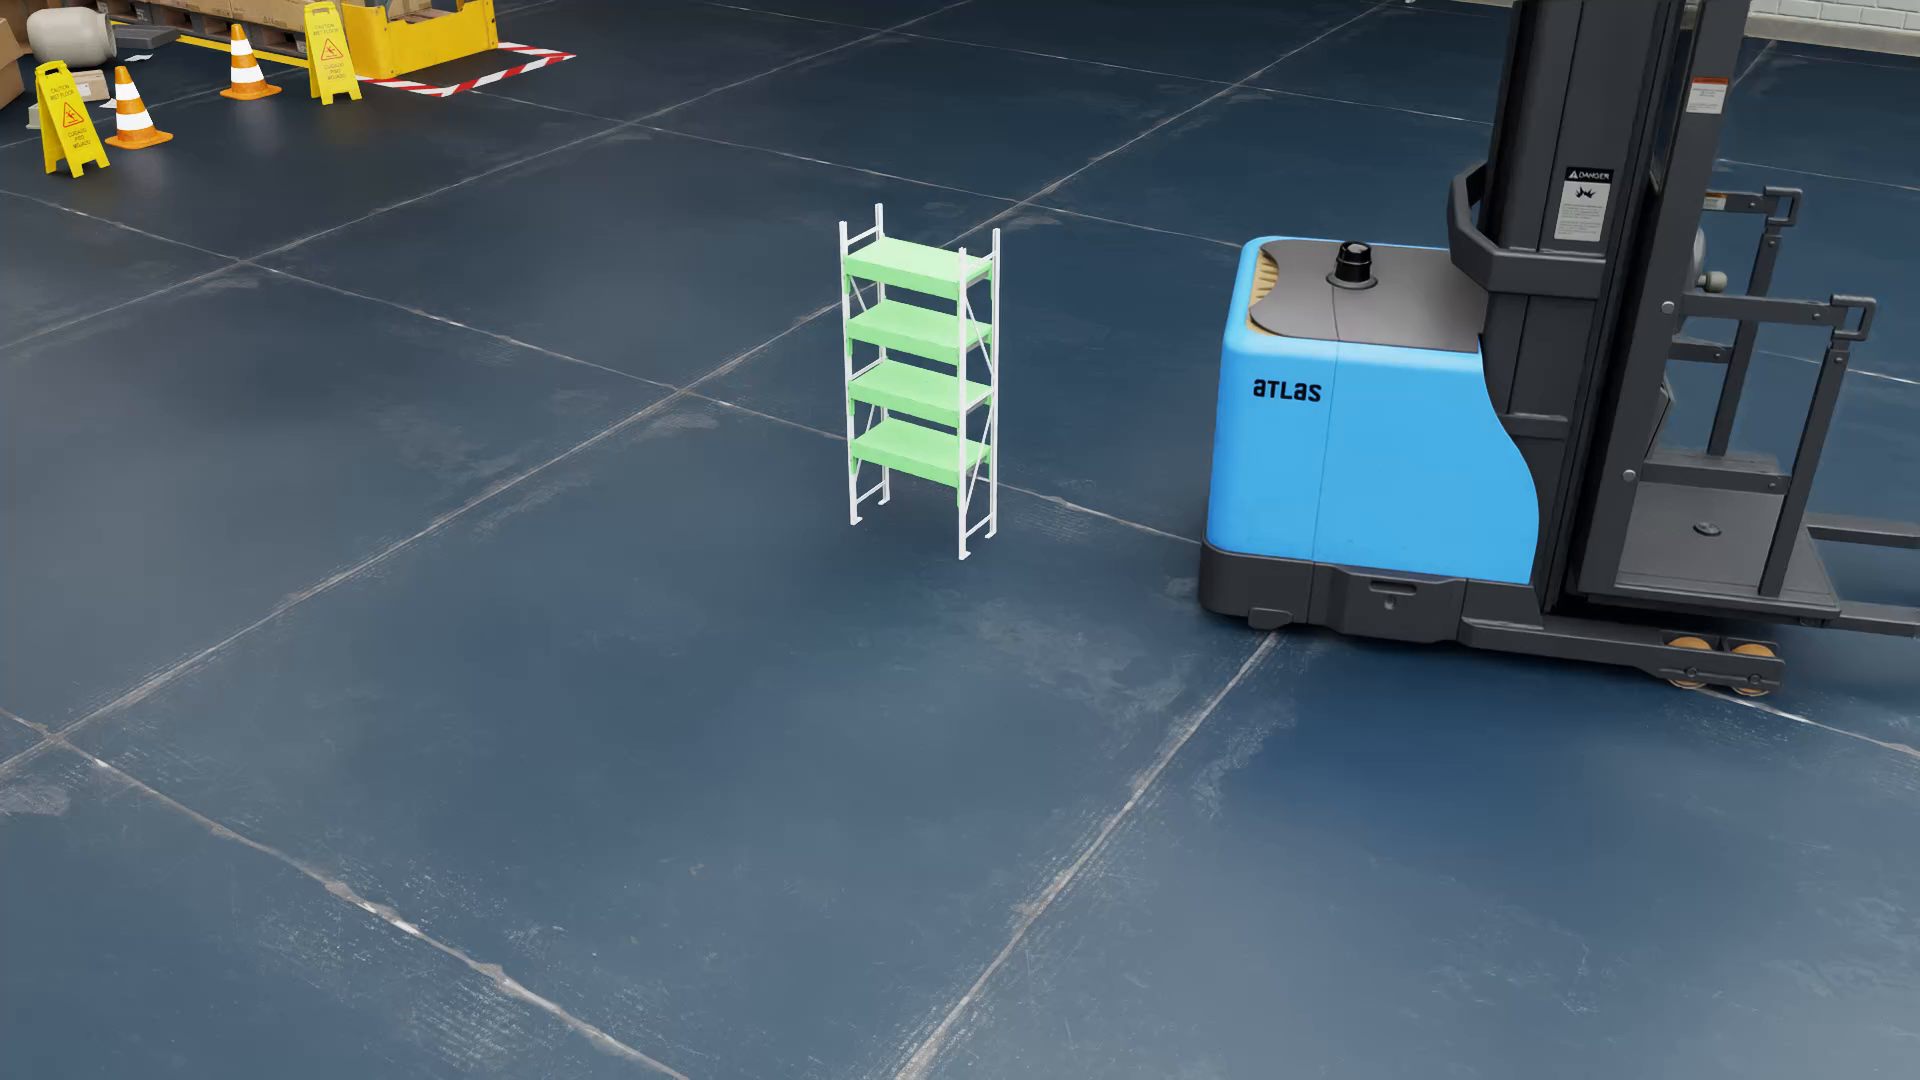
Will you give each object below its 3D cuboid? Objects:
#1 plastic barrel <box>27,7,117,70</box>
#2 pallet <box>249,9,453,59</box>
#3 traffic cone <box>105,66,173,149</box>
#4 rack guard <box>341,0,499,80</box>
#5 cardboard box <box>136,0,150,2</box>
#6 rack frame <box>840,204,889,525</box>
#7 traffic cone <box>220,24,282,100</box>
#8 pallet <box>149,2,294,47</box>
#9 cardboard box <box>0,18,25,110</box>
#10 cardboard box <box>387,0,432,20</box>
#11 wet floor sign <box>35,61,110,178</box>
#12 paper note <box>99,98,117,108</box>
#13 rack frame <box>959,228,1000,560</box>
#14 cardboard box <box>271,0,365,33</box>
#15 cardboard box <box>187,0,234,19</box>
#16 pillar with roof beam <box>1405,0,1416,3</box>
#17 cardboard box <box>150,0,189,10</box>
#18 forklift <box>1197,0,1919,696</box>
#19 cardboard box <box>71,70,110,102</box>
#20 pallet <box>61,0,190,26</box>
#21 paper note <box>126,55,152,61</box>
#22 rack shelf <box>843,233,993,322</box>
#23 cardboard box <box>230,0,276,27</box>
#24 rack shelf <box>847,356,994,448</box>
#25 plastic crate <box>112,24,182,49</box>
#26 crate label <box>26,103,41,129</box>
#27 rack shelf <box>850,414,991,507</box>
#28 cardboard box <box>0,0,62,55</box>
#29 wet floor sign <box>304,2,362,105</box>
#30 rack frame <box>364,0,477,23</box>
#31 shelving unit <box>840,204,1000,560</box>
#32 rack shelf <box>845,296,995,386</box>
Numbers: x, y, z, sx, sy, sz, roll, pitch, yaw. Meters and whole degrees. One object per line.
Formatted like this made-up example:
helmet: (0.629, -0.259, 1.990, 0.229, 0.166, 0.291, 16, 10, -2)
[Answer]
plastic barrel: (-6.449, -3.647, 12.082, 0.512, 0.421, 0.421, -9, 32, -15)
pallet: (-4.629, -3.901, 12.728, 1.213, 0.211, 1.003, 18, 35, 27)
traffic cone: (-5.247, -2.757, 10.516, 0.334, 0.463, 0.336, 18, 35, 27)
rack guard: (-3.959, -3.793, 12.256, 0.348, 0.500, 1.175, 18, 35, 27)
cardboard box: (-6.468, -4.507, 13.310, 0.500, 0.250, 0.500, 20, 36, 30)
rack frame: (-0.347, -0.628, 6.136, 0.015, 1.200, 0.240, 18, 35, 27)
traffic cone: (-4.945, -3.322, 11.485, 0.334, 0.463, 0.336, 18, 35, 27)
pallet: (-5.658, -4.229, 13.289, 1.213, 0.211, 1.003, 18, 35, 27)
cardboard box: (-6.729, -3.165, 11.175, 0.637, 0.503, 0.797, -4, 30, -7)
cardboard box: (-4.431, -4.181, 12.751, 0.500, 0.250, 0.500, 17, 34, 27)
wet floor sign: (-5.364, -2.533, 9.952, 0.232, 0.644, 0.267, 12, 32, 19)
paper note: (-5.754, -2.974, 11.318, 0.142, 0.019, 0.148, 6, 31, 10)
rack frame: (0.066, -0.497, 5.912, 0.015, 1.200, 0.240, 18, 35, 27)
cardboard box: (-4.743, -3.955, 12.364, 0.500, 0.250, 0.500, 17, 34, 27)
cardboard box: (-5.603, -4.228, 12.833, 0.500, 0.250, 0.500, 16, 34, 26)
pillar with roof beam: (1.423, -6.690, 8.787, 0.400, 9.000, 9.100, 18, 35, 27)
cardboard box: (-6.018, -4.366, 13.068, 0.500, 0.250, 0.500, 17, 34, 27)
forklift: (2.395, -1.055, 5.149, 3.031, 2.935, 1.130, 6, 31, 11)
cardboard box: (-6.078, -3.110, 11.434, 0.380, 0.149, 0.250, -15, 33, -24)
pallet: (-6.695, -4.555, 13.848, 1.213, 0.211, 1.003, 18, 35, 27)
paper note: (-6.116, -3.598, 12.387, 0.148, 0.019, 0.142, 6, 31, 10)
rack shelf: (-0.140, -0.922, 5.814, 0.480, 0.148, 0.258, 18, 35, 27)
cardboard box: (-5.157, -4.090, 12.597, 0.500, 0.250, 0.500, 18, 35, 28)
rack shelf: (-0.140, -0.507, 6.056, 0.480, 0.148, 0.258, 18, 35, 27)
plastic crate: (-6.389, -3.893, 12.843, 0.583, 0.080, 0.402, 6, 31, 10)
crate label: (-5.946, -2.800, 10.914, 0.298, 0.136, 0.250, 1, 30, 2)
rack shelf: (-0.140, -0.300, 6.177, 0.480, 0.148, 0.258, 18, 35, 27)
cardboard box: (-7.099, -3.978, 12.570, 0.500, 0.500, 0.500, -9, 32, -15)
wet floor sign: (-4.303, -3.328, 11.315, 0.267, 0.644, 0.232, -21, 36, -32)
rack frame: (-3.895, -4.853, 11.592, 0.127, 3.000, 1.000, 18, 35, 27)
shelving unit: (-0.140, -0.563, 6.024, 0.503, 1.200, 0.258, 18, 35, 27)
rack shelf: (-0.140, -0.715, 5.935, 0.480, 0.148, 0.258, 18, 35, 27)
